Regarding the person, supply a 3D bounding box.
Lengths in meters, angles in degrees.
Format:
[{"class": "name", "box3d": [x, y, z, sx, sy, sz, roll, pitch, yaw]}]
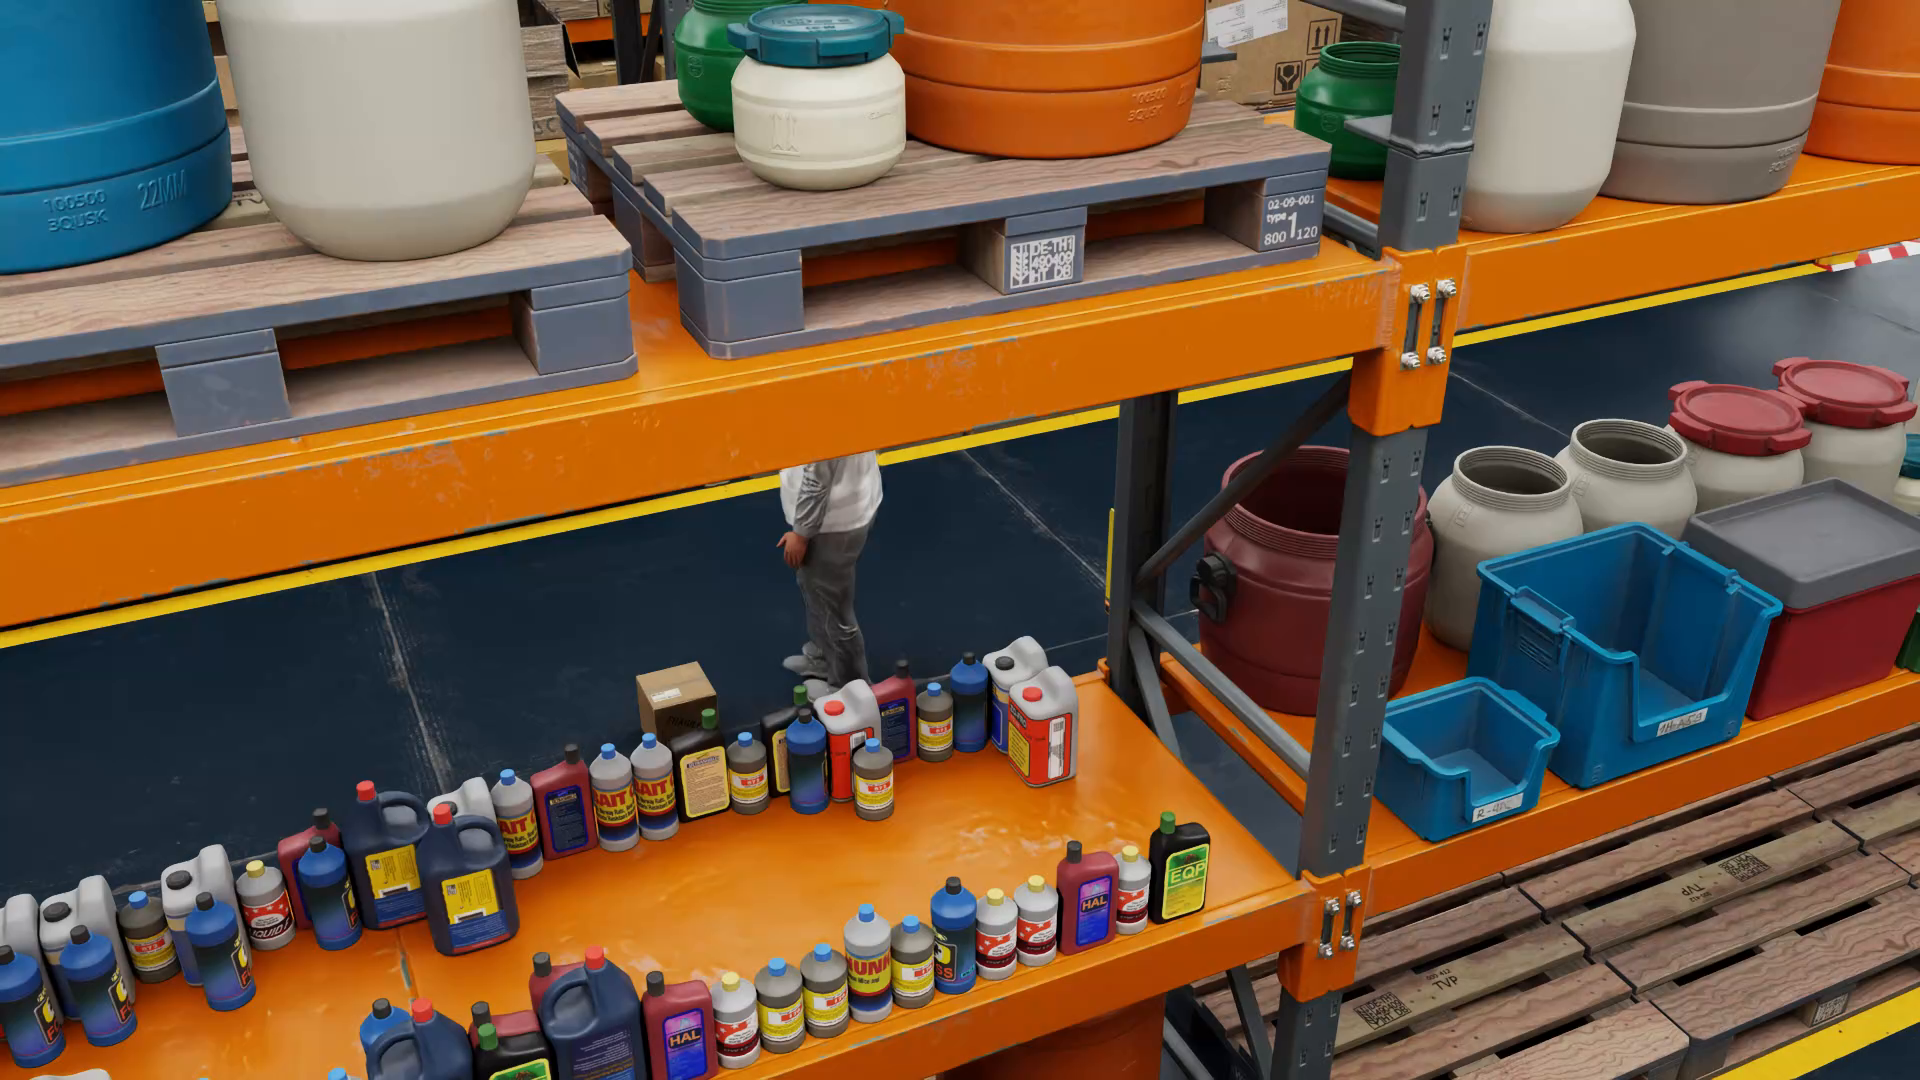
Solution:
[{"class": "person", "box3d": [-0.554, -0.110, 6.314, 0.505, 1.800, 0.568, 7, 30, 12]}]
